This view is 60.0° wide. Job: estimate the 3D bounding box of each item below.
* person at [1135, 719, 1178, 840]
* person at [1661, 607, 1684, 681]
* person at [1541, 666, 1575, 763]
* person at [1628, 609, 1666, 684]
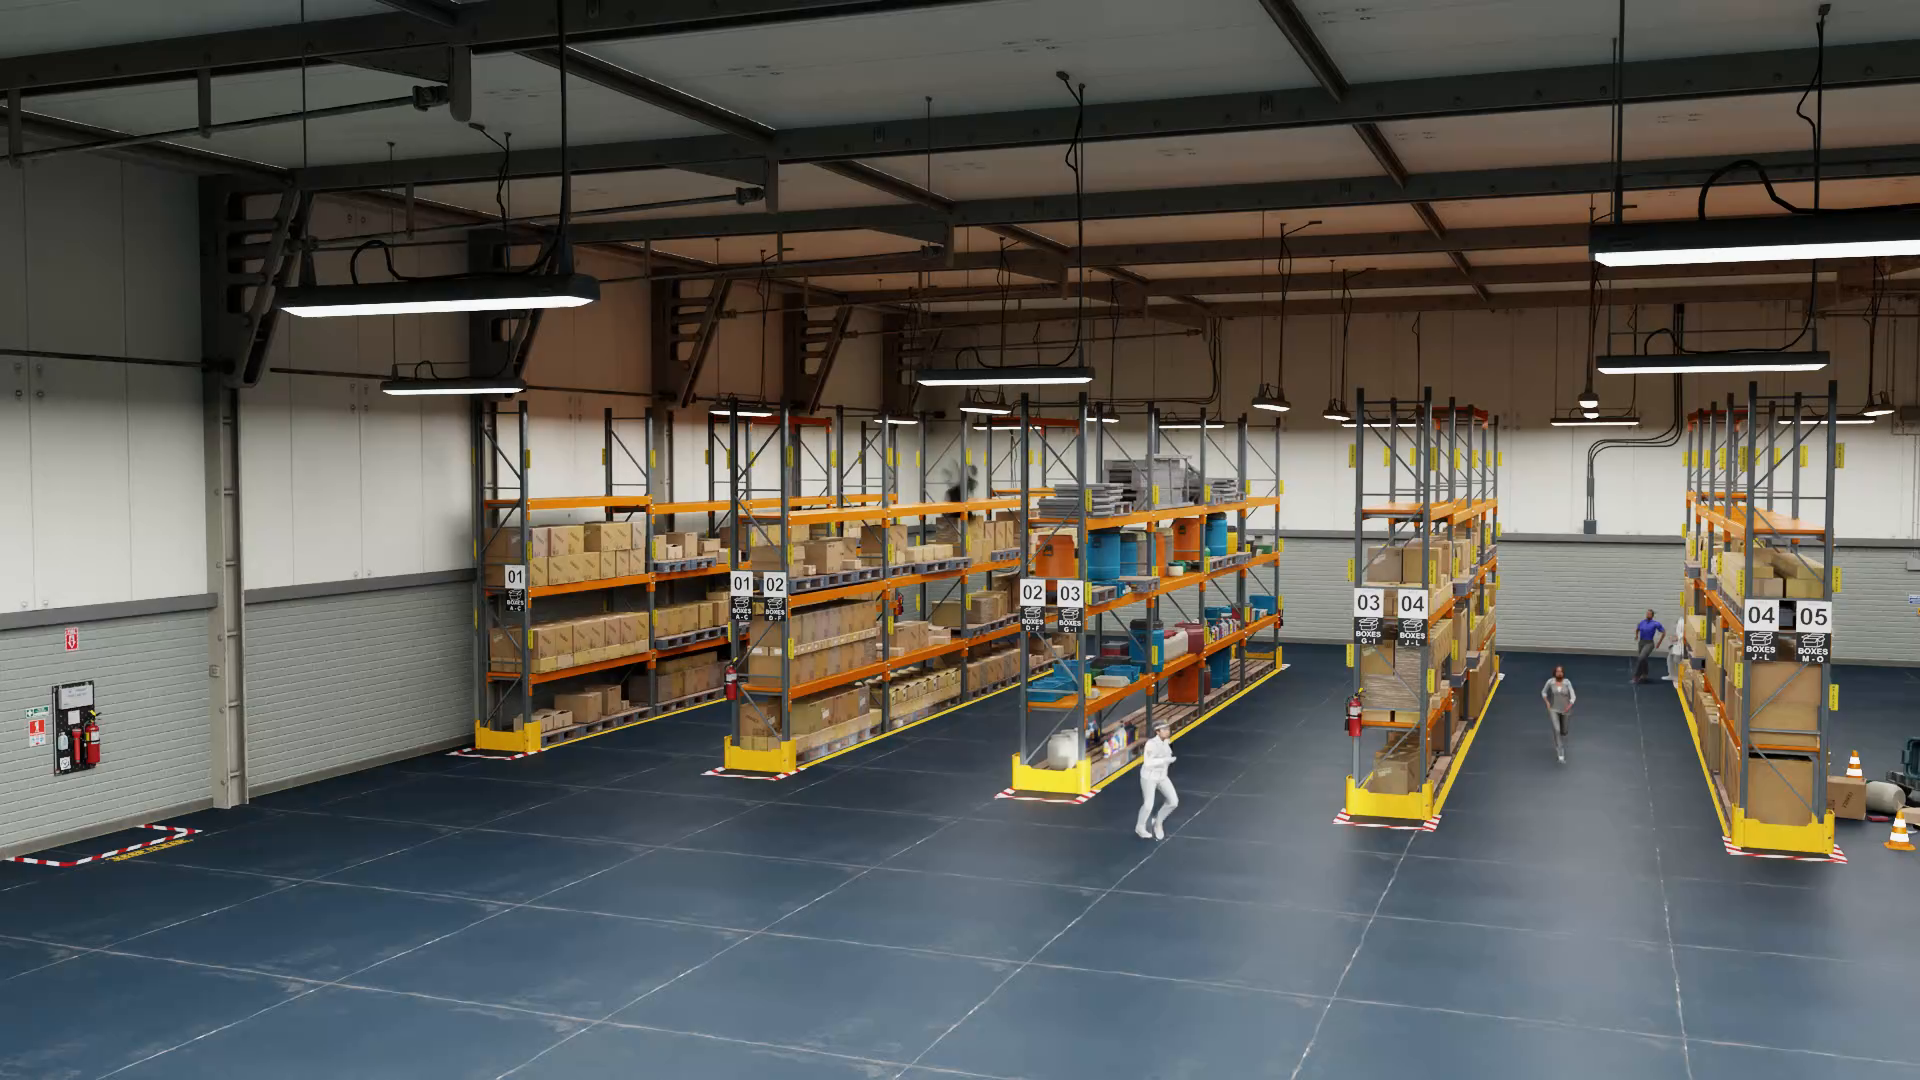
[{"bbox_3d":[2.559,3.110,21.650,0.585,1.623,0.788,-2,3,-34],"label":"person"},{"bbox_3d":[16.187,2.334,37.372,0.739,1.727,0.760,1,3,16],"label":"person"},{"bbox_3d":[10.019,2.888,27.839,0.517,1.582,0.911,0,3,9],"label":"person"},{"bbox_3d":[15.355,2.380,37.196,0.837,1.667,0.668,-2,3,-31],"label":"person"}]
